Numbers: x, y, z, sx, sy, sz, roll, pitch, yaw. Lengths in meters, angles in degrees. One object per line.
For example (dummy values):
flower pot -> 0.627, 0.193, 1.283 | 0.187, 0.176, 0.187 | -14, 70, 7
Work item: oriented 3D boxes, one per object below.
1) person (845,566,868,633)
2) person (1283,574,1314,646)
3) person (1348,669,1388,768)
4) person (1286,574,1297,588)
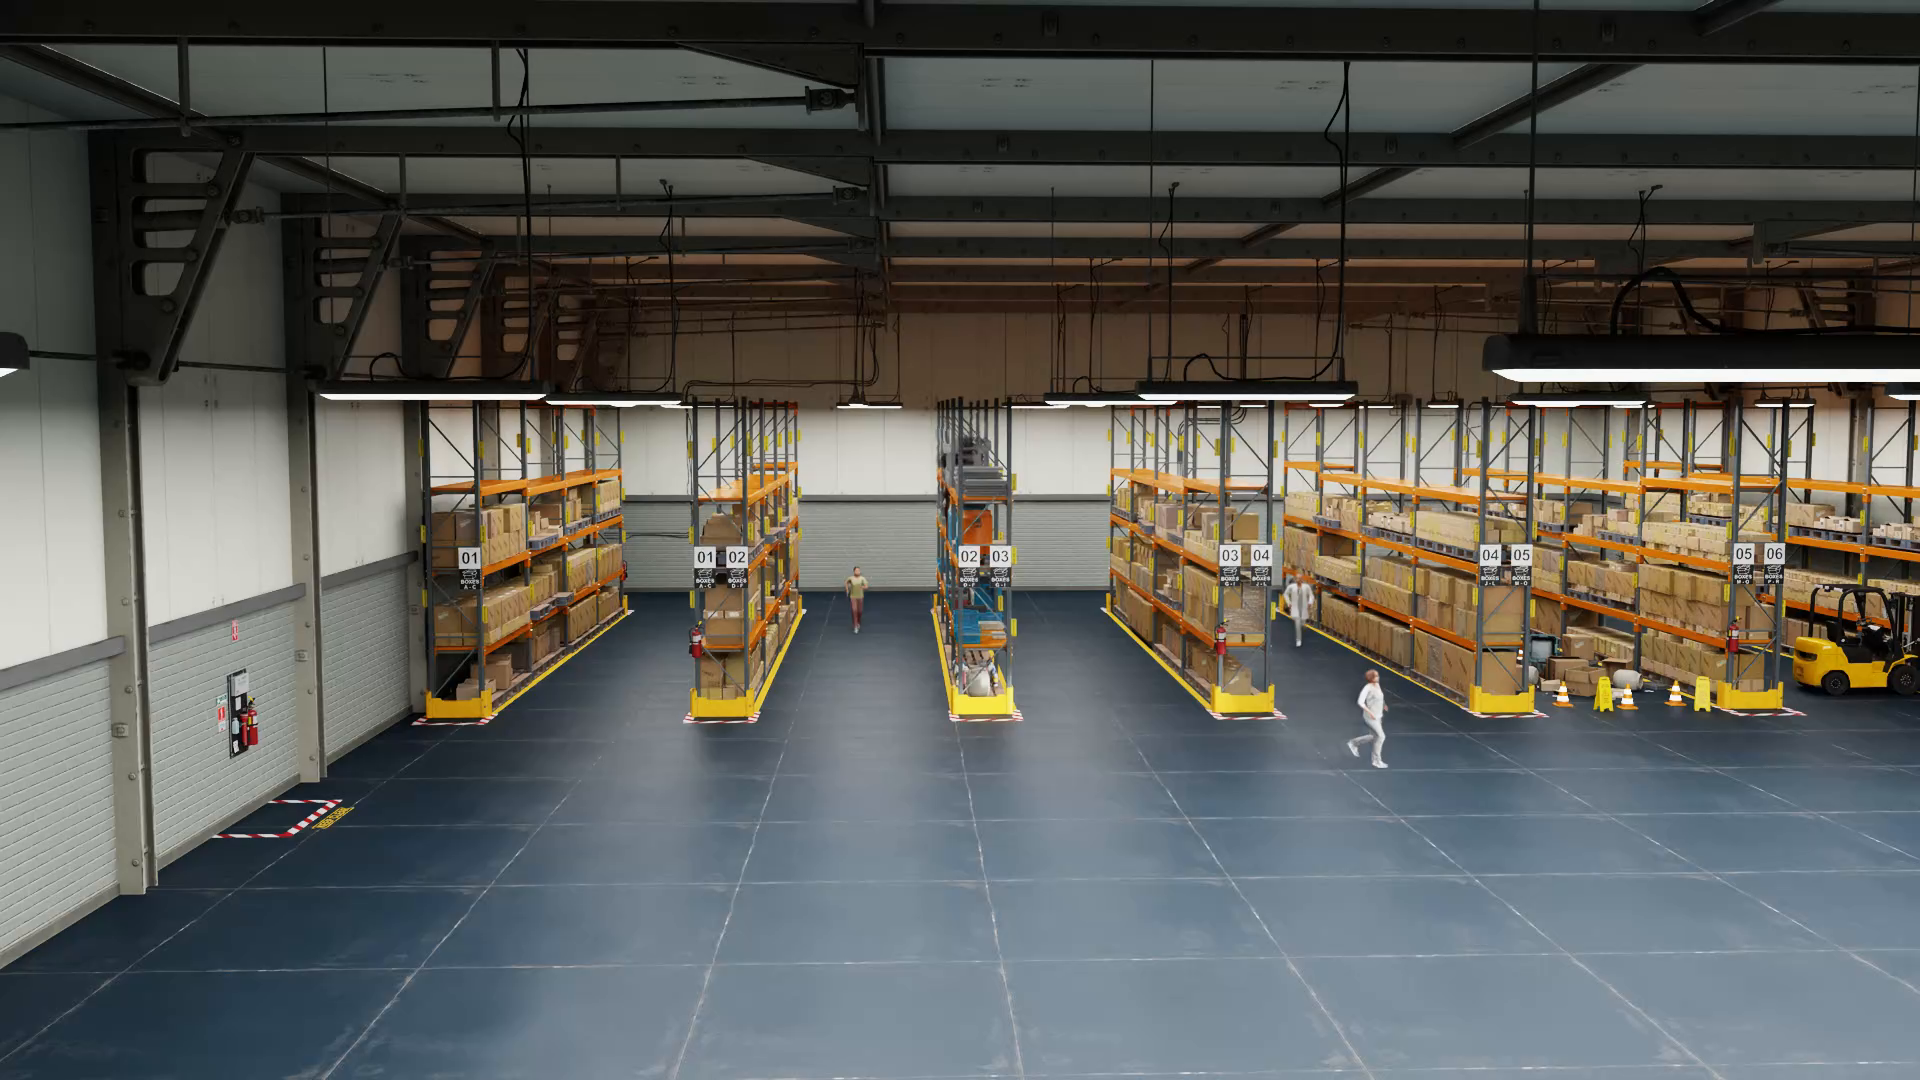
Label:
person -> -2.675, 1.523, 43.270 | 0.564, 1.682, 0.929 | -1, 5, -12
person -> 8.331, 1.701, 40.923 | 0.731, 1.755, 0.817 | 0, 4, 1
person -> 6.614, 2.872, 26.887 | 0.662, 1.587, 0.534 | 3, 5, 33
person -> 9.879, 1.113, 49.002 | 0.593, 1.699, 0.609 | -1, 4, -10
